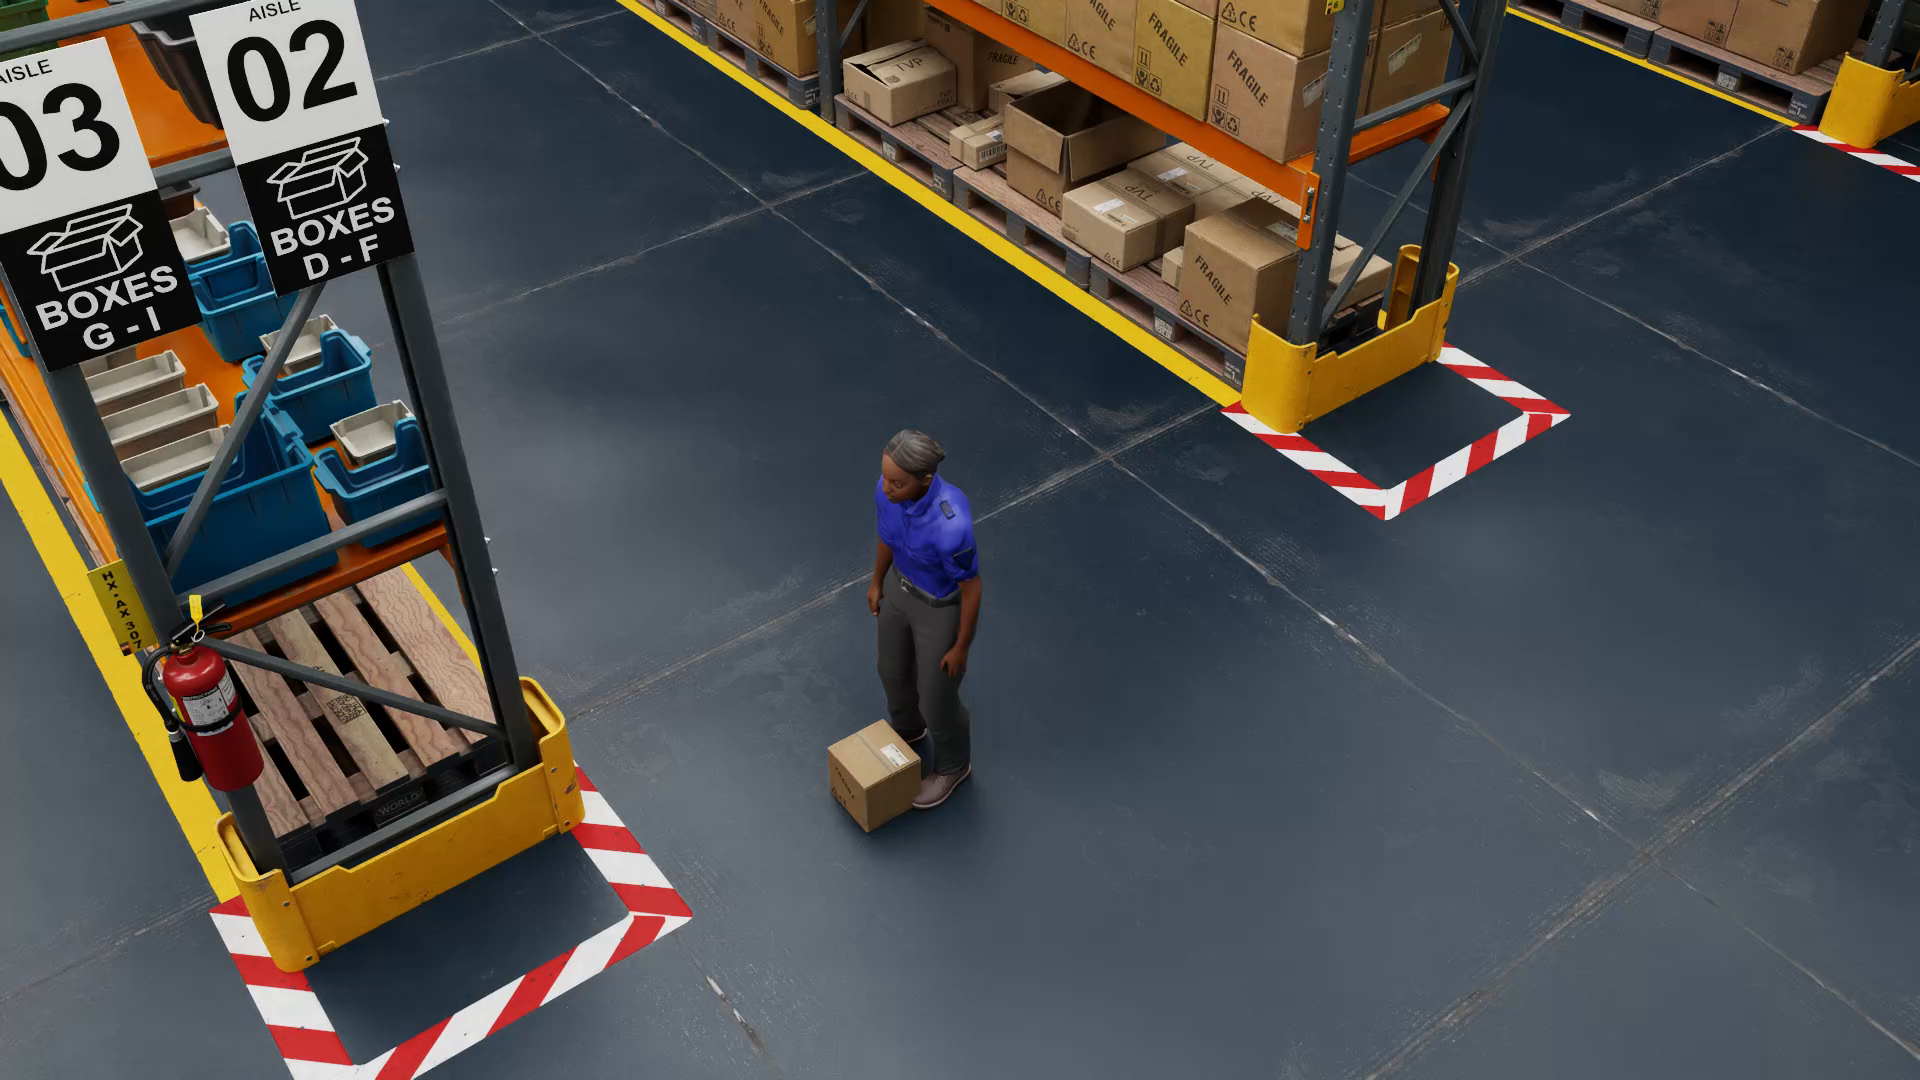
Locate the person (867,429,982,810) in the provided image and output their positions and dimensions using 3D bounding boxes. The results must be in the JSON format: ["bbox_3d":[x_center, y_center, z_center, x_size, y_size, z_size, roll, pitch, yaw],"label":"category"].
[{"bbox_3d":[-0.138,0.250,5.868,0.346,1.656,0.531,-29,48,-30],"label":"person"}]
